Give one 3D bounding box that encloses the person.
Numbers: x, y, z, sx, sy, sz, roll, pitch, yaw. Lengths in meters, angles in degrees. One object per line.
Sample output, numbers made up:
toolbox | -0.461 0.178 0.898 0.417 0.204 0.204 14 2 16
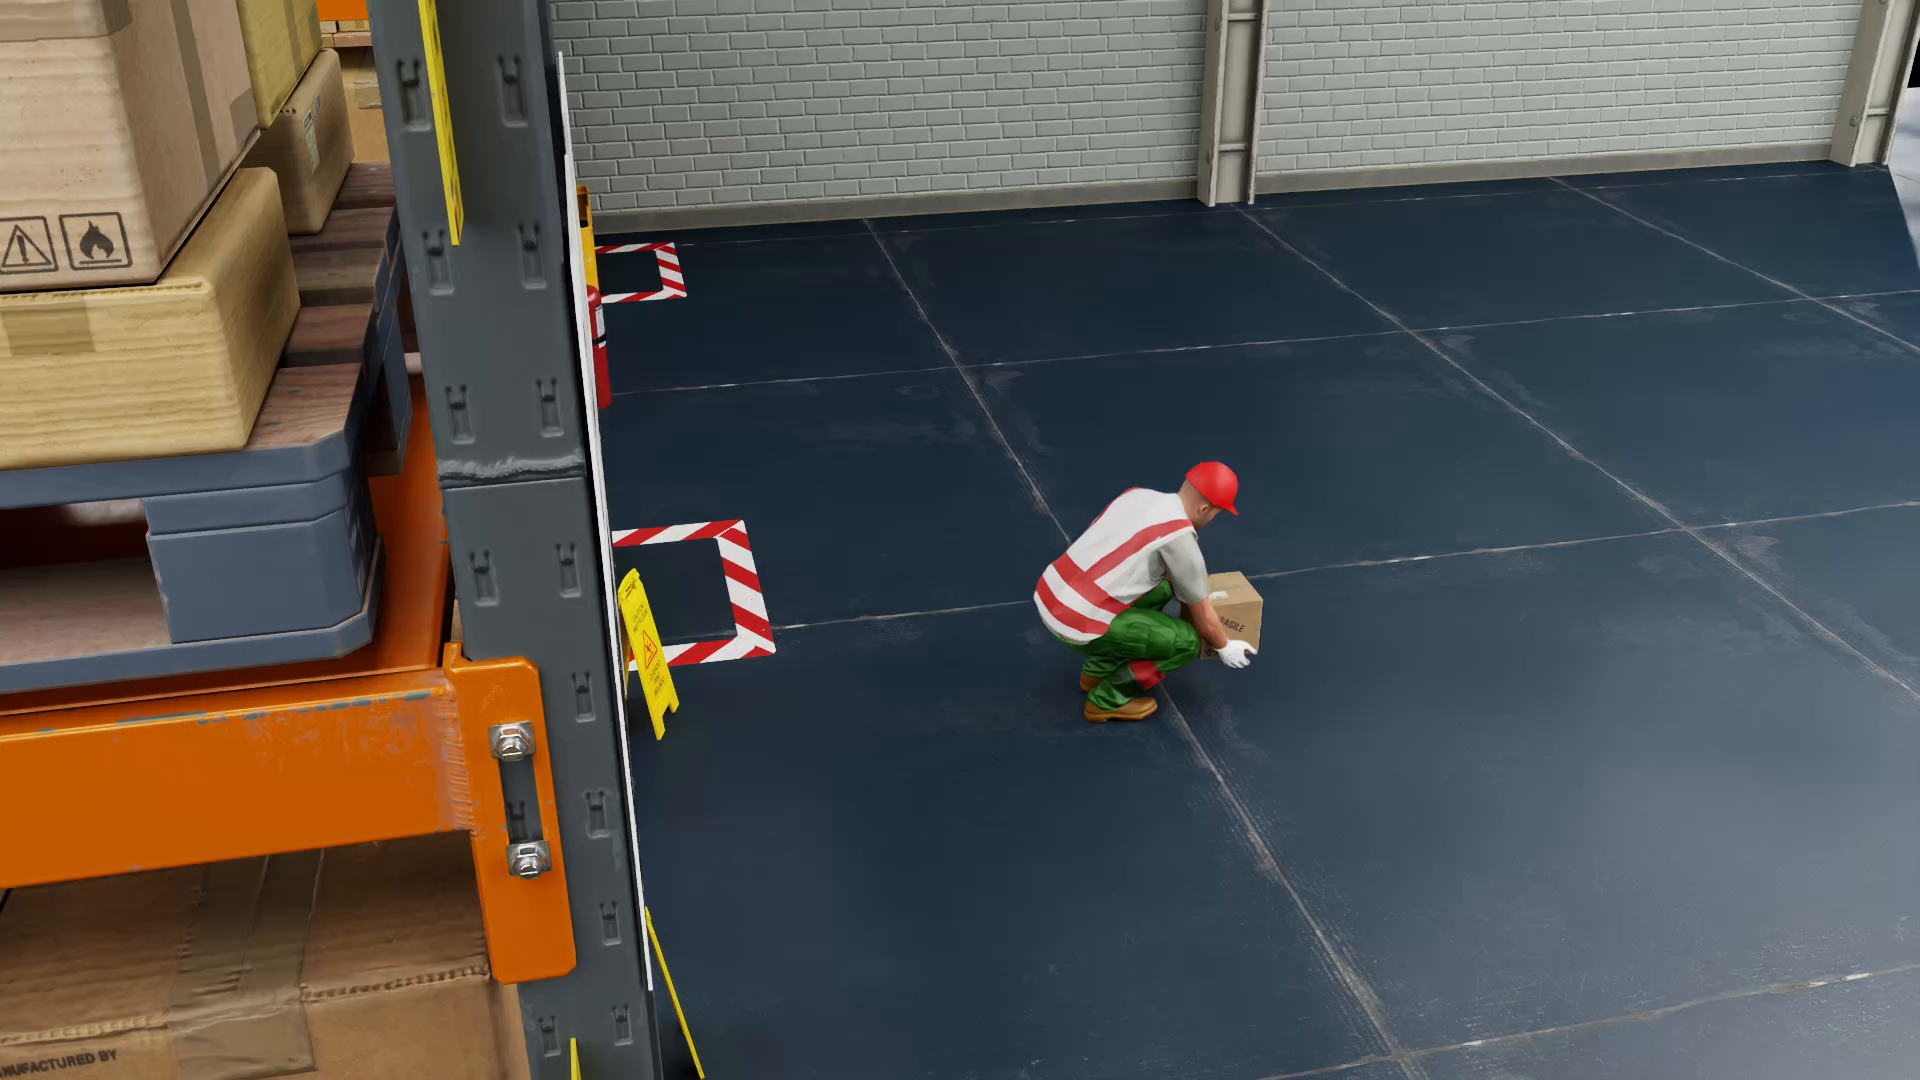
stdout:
person | 0.728 0.185 6.619 0.874 0.992 0.572 -6 27 -11
